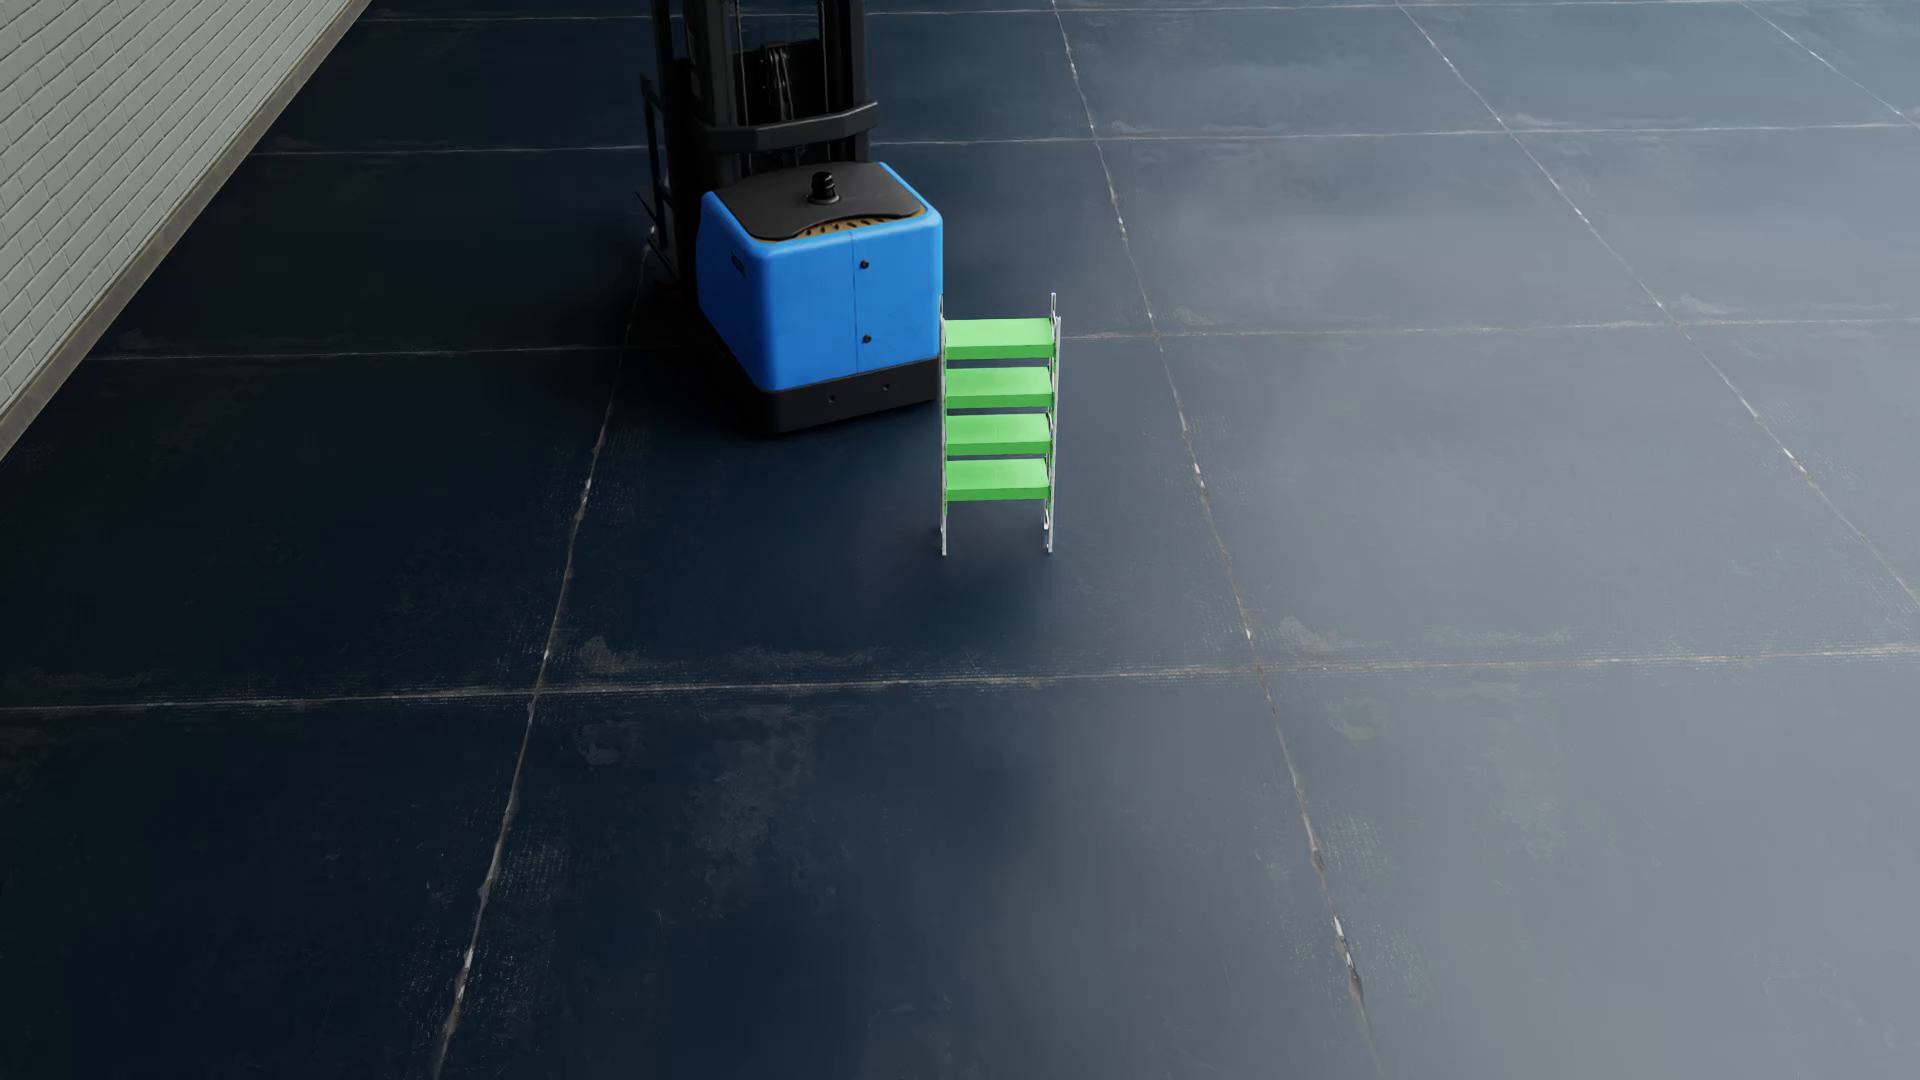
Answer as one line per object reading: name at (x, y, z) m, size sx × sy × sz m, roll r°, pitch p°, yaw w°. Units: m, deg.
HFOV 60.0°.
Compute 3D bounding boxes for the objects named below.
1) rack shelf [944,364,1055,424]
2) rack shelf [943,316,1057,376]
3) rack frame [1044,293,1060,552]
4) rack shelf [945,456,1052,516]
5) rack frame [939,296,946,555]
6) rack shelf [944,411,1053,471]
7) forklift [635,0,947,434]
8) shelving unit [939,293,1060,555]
rack shelf at (0.165, -0.643, 7.315) m, size 0.480 × 0.148 × 0.258 m, roll -2°, pitch 35°, yaw -2°
rack shelf at (0.165, -0.840, 7.178) m, size 0.480 × 0.148 × 0.258 m, roll -2°, pitch 35°, yaw -2°
rack frame at (0.409, -0.504, 7.424) m, size 0.015 × 1.200 × 0.240 m, roll -2°, pitch 35°, yaw -2°
rack shelf at (0.165, -0.248, 7.588) m, size 0.480 × 0.148 × 0.258 m, roll -2°, pitch 35°, yaw -2°
rack frame at (-0.078, -0.491, 7.405) m, size 0.015 × 1.200 × 0.240 m, roll -2°, pitch 35°, yaw -2°
rack shelf at (0.165, -0.445, 7.451) m, size 0.480 × 0.148 × 0.258 m, roll -2°, pitch 35°, yaw -2°
forklift at (-1.139, -2.570, 8.889) m, size 1.130 × 2.935 × 3.031 m, roll -14°, pitch 37°, yaw -20°
shelving unit at (0.165, -0.498, 7.415) m, size 0.503 × 1.200 × 0.258 m, roll -2°, pitch 35°, yaw -2°
